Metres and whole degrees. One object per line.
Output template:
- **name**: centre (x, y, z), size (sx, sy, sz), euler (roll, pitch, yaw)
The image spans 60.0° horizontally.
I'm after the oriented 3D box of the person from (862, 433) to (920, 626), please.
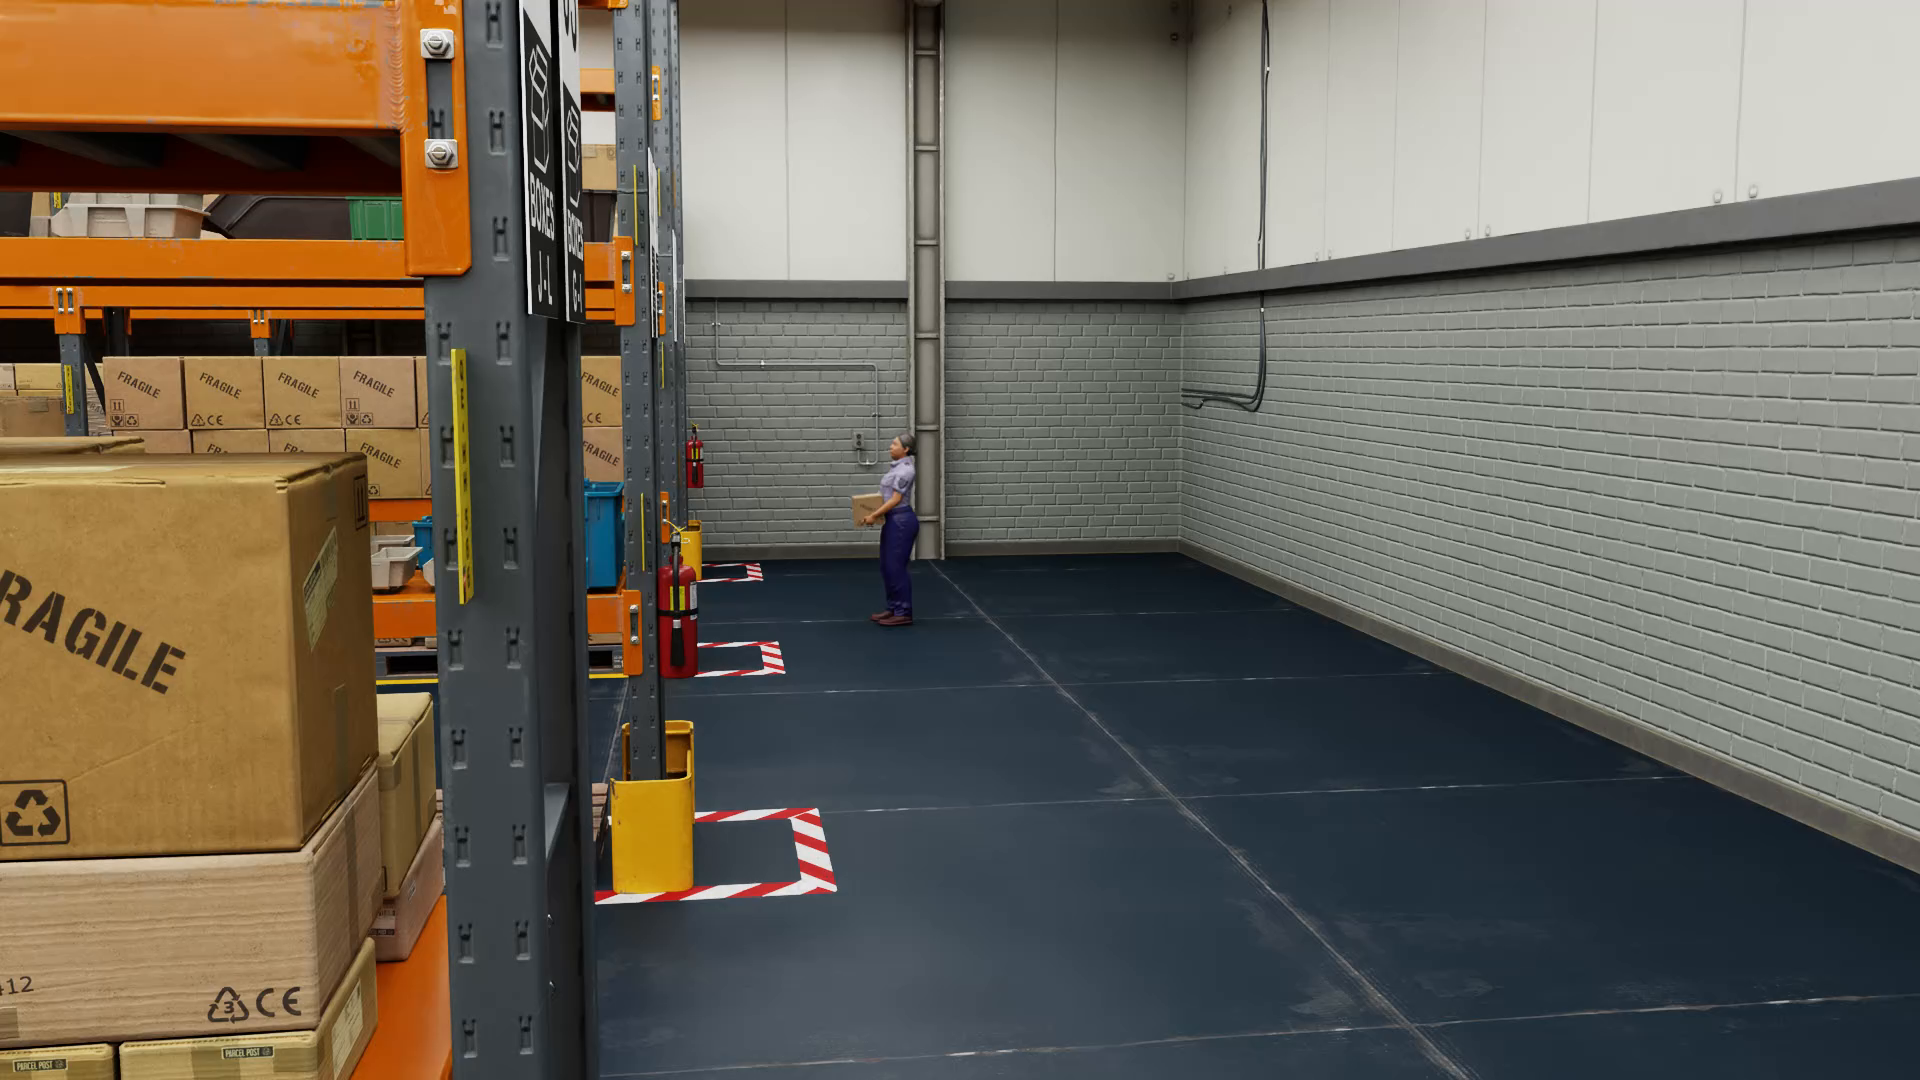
- **person**: centre (-0.611, -0.096, 14.300), size (0.512, 1.629, 0.455), euler (-1, 7, -8)
